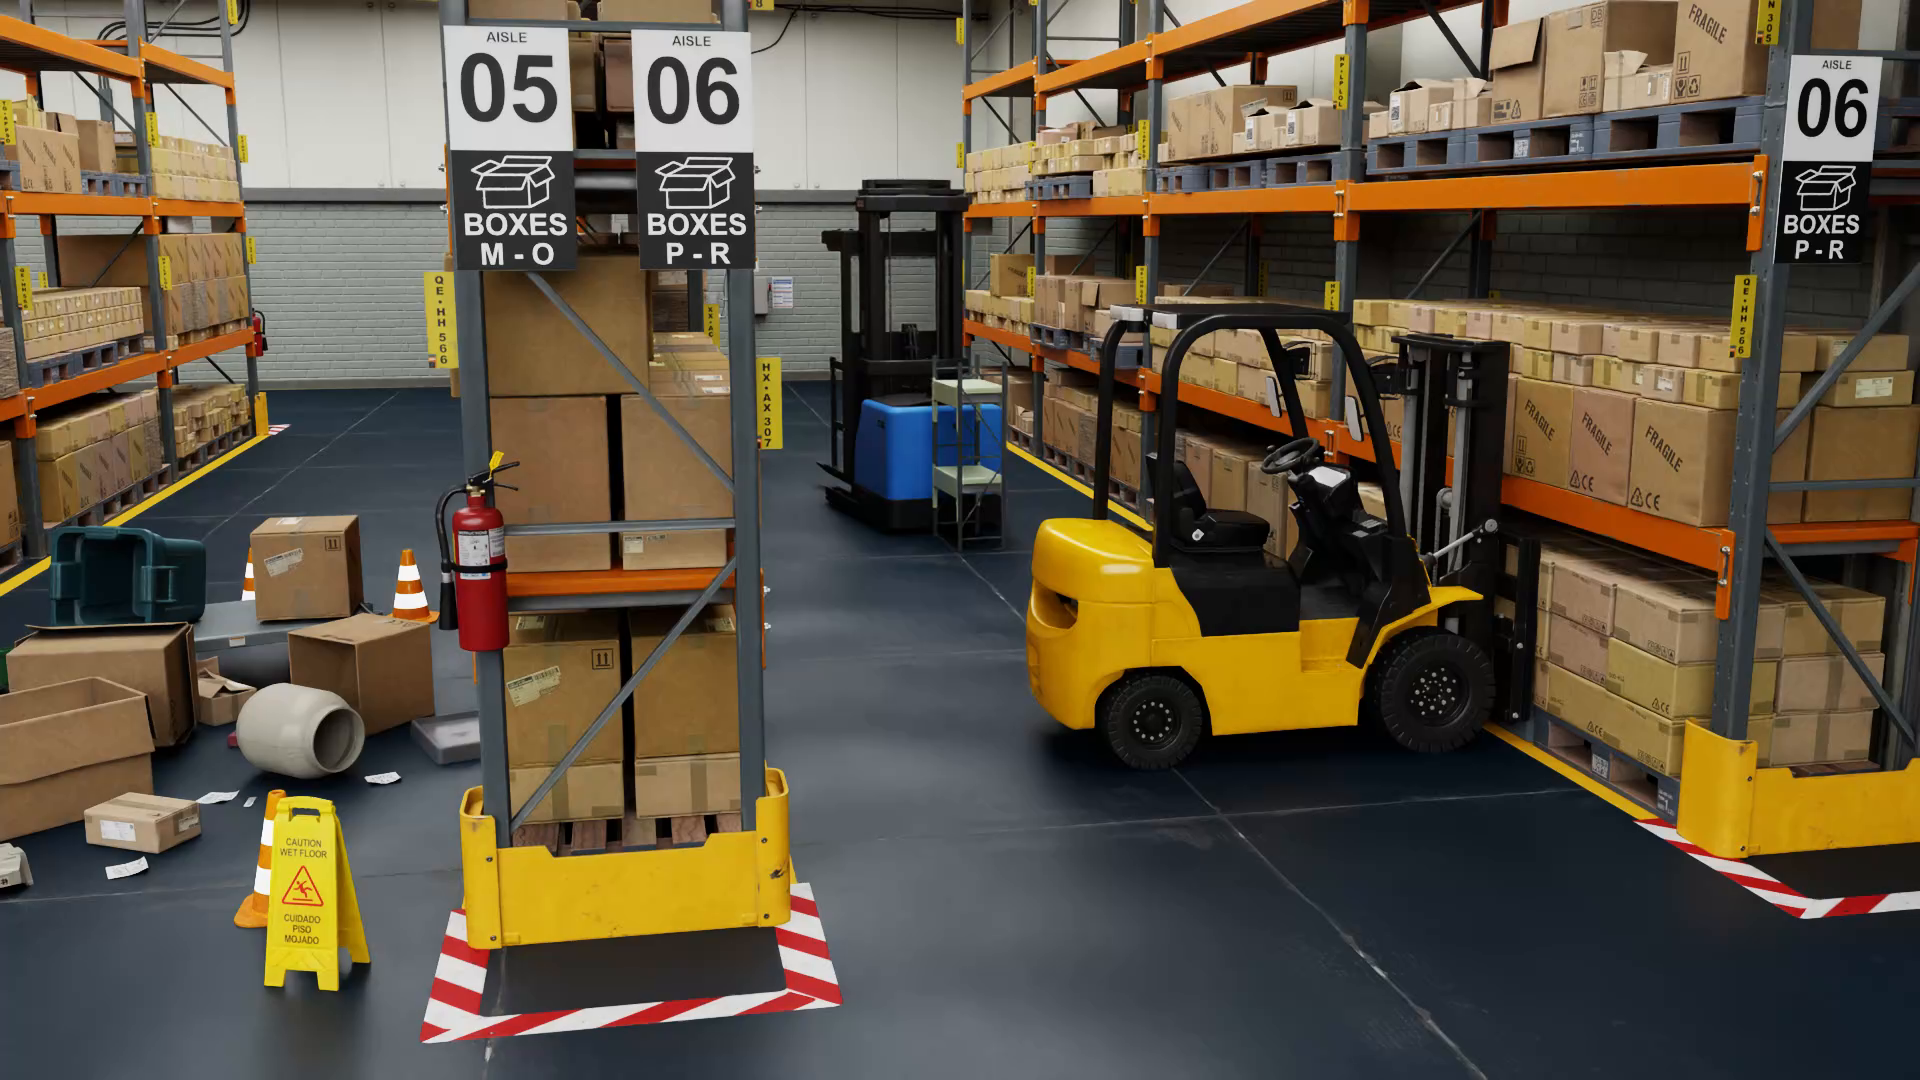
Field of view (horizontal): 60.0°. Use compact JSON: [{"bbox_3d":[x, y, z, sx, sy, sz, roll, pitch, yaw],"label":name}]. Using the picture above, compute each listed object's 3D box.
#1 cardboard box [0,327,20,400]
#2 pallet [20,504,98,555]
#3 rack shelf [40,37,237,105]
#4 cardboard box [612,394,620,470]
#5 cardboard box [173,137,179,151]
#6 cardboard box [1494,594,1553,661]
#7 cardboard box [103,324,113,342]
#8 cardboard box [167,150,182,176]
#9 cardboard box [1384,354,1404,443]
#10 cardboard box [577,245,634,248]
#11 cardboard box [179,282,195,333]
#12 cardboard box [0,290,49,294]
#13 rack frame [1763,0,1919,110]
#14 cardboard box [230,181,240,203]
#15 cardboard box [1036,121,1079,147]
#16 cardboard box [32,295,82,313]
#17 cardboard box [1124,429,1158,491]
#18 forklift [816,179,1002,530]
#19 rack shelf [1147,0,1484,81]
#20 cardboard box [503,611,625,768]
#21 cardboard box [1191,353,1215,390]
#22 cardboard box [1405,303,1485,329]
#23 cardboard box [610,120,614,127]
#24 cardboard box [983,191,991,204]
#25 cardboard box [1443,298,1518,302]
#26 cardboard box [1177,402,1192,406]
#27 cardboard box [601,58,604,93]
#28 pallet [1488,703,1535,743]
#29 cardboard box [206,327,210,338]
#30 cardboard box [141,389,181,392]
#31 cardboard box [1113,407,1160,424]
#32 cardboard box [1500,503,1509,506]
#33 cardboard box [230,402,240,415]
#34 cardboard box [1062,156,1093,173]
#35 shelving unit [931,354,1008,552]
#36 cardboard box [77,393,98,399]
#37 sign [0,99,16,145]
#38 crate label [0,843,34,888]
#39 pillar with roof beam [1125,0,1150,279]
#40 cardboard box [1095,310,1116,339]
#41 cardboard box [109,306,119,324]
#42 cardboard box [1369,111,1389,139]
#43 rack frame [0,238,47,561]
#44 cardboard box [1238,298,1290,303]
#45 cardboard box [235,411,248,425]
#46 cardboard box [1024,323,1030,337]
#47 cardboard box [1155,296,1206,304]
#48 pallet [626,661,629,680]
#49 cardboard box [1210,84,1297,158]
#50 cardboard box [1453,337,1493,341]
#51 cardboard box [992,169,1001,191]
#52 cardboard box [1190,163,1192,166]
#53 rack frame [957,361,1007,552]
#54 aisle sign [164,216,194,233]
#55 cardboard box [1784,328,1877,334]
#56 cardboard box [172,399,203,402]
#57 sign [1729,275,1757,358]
[{"bbox_3d":[-7.256,-1.285,12.158,0.500,0.500,0.500,-2,11,-11],"label":"cardboard box"},{"bbox_3d":[-7.758,-0.082,13.564,1.003,0.211,1.213,-2,11,-11],"label":"pallet"},{"bbox_3d":[-8.774,-5.001,17.838,1.077,0.370,4.000,-2,11,-11],"label":"rack shelf"},{"bbox_3d":[-1.858,-0.602,7.775,0.500,0.500,0.500,-2,11,-10],"label":"cardboard box"},{"bbox_3d":[-8.405,-4.137,17.384,0.380,0.149,0.250,-2,11,-13],"label":"cardboard box"},{"bbox_3d":[3.043,0.414,8.395,0.500,0.250,0.500,-2,11,-12],"label":"cardboard box"},{"bbox_3d":[-7.908,-1.869,15.044,0.380,0.149,0.250,-3,11,-13],"label":"cardboard box"},{"bbox_3d":[-8.336,-3.876,17.082,0.500,0.250,0.500,-2,11,-11],"label":"cardboard box"},{"bbox_3d":[2.822,-0.818,9.705,0.500,0.500,0.500,-2,11,-10],"label":"cardboard box"},{"bbox_3d":[-2.043,-1.277,8.646,0.700,0.500,0.500,-2,11,-11],"label":"cardboard box"},{"bbox_3d":[-8.338,-2.428,17.368,0.500,0.500,0.500,-2,11,-11],"label":"cardboard box"},{"bbox_3d":[-8.653,-2.230,15.350,0.380,0.149,0.250,-2,11,-11],"label":"cardboard box"},{"bbox_3d":[3.653,-3.168,6.275,1.000,3.000,0.127,-2,11,-11],"label":"rack frame"},{"bbox_3d":[-8.815,-4.102,19.604,0.500,0.250,0.500,-2,11,-12],"label":"cardboard box"},{"bbox_3d":[1.035,-4.309,17.670,0.396,0.266,0.258,-2,11,-12],"label":"cardboard box"},{"bbox_3d":[-7.765,-2.017,14.227,0.380,0.149,0.250,-2,11,-9],"label":"cardboard box"},{"bbox_3d":[1.803,-0.736,15.106,0.500,0.500,0.500,-2,11,-9],"label":"cardboard box"},{"bbox_3d":[-0.604,-1.756,15.086,1.130,2.935,3.031,-4,11,-19],"label":"forklift"},{"bbox_3d":[2.486,-3.719,12.161,1.077,0.370,4.000,-2,11,-11],"label":"rack shelf"},{"bbox_3d":[-1.627,0.599,6.754,0.500,0.500,0.500,-2,11,-11],"label":"cardboard box"},{"bbox_3d":[2.143,-1.338,13.104,0.500,0.250,0.500,-2,11,-13],"label":"cardboard box"},{"bbox_3d":[2.843,-1.308,9.750,0.380,0.149,0.250,-2,11,-12],"label":"cardboard box"},{"bbox_3d":[-1.141,-1.781,6.612,0.500,0.250,0.500,-2,11,-12],"label":"cardboard box"},{"bbox_3d":[0.490,-4.247,20.636,0.380,0.149,0.250,-2,11,-11],"label":"cardboard box"},{"bbox_3d":[3.233,-1.421,10.343,0.380,0.149,0.250,-2,11,-11],"label":"cardboard box"},{"bbox_3d":[2.187,-1.238,16.006,0.380,0.149,0.250,-3,11,-14],"label":"cardboard box"},{"bbox_3d":[-2.231,-2.727,9.920,0.500,0.250,0.500,-2,11,-10],"label":"cardboard box"},{"bbox_3d":[3.229,0.787,8.999,1.003,0.211,1.213,-2,11,-11],"label":"pallet"},{"bbox_3d":[-8.591,-2.315,18.511,0.380,0.149,0.250,-2,11,-10],"label":"cardboard box"},{"bbox_3d":[-9.300,-1.668,19.350,0.380,0.149,0.250,-2,11,-11],"label":"cardboard box"},{"bbox_3d":[1.661,-1.166,15.625,0.380,0.149,0.250,-2,11,-13],"label":"cardboard box"},{"bbox_3d":[3.273,-0.126,9.892,0.500,0.250,0.500,-2,11,-12],"label":"cardboard box"},{"bbox_3d":[-8.678,-1.546,19.503,0.380,0.149,0.250,-3,11,-13],"label":"cardboard box"},{"bbox_3d":[1.228,-3.724,16.500,0.380,0.149,0.250,-2,11,-10],"label":"cardboard box"},{"bbox_3d":[0.071,-0.716,13.450,0.431,1.500,0.755,-3,11,-16],"label":"shelving unit"},{"bbox_3d":[-8.501,-1.244,15.766,0.500,0.250,0.500,-3,11,-14],"label":"cardboard box"},{"bbox_3d":[-7.061,-3.094,12.312,0.100,0.325,0.005,-2,11,-11],"label":"sign"},{"bbox_3d":[-3.801,1.295,6.525,0.250,0.136,0.298,-9,14,-40],"label":"crate label"},{"bbox_3d":[-2.156,-5.373,17.859,9.100,9.000,0.400,-2,11,-11],"label":"pillar with roof beam"},{"bbox_3d":[1.574,-2.003,15.474,0.500,0.250,0.500,-3,11,-14],"label":"cardboard box"},{"bbox_3d":[-7.959,-2.062,15.259,0.380,0.149,0.250,-2,11,-13],"label":"cardboard box"},{"bbox_3d":[2.664,-2.467,9.894,0.380,0.149,0.250,-2,11,-10],"label":"cardboard box"},{"bbox_3d":[-7.607,-1.309,12.550,1.000,3.000,0.127,-2,11,-11],"label":"rack frame"},{"bbox_3d":[2.509,-1.910,13.708,0.380,0.149,0.250,-2,11,-11],"label":"cardboard box"},{"bbox_3d":[-8.707,-1.449,19.790,0.380,0.149,0.250,-2,11,-9],"label":"cardboard box"},{"bbox_3d":[0.937,-2.395,18.928,0.380,0.149,0.250,-2,11,-9],"label":"cardboard box"},{"bbox_3d":[1.870,-1.987,14.111,0.380,0.149,0.250,-2,11,-9],"label":"cardboard box"},{"bbox_3d":[-1.828,0.718,9.359,1.003,0.211,1.213,-2,11,-11],"label":"pallet"},{"bbox_3d":[2.196,-3.138,12.481,0.500,0.500,0.500,-2,11,-10],"label":"cardboard box"},{"bbox_3d":[2.899,-1.019,9.024,0.380,0.149,0.250,-2,11,-13],"label":"cardboard box"},{"bbox_3d":[0.689,-4.329,20.004,0.500,0.250,0.500,-2,11,-12],"label":"cardboard box"},{"bbox_3d":[2.228,-3.406,14.883,0.380,0.149,0.250,-2,11,-11],"label":"cardboard box"},{"bbox_3d":[0.174,-0.651,13.105,0.400,1.500,0.023,-3,11,-16],"label":"rack frame"},{"bbox_3d":[-9.472,-4.055,20.028,0.394,0.787,0.004,-2,11,-11],"label":"aisle sign"},{"bbox_3d":[3.806,-0.855,7.371,0.380,0.149,0.250,-2,11,-9],"label":"cardboard box"},{"bbox_3d":[-8.519,-1.452,18.213,0.380,0.149,0.250,-3,11,-13],"label":"cardboard box"},{"bbox_3d":[3.118,-0.889,6.615,0.100,0.325,0.005,-2,11,-11],"label":"sign"}]
